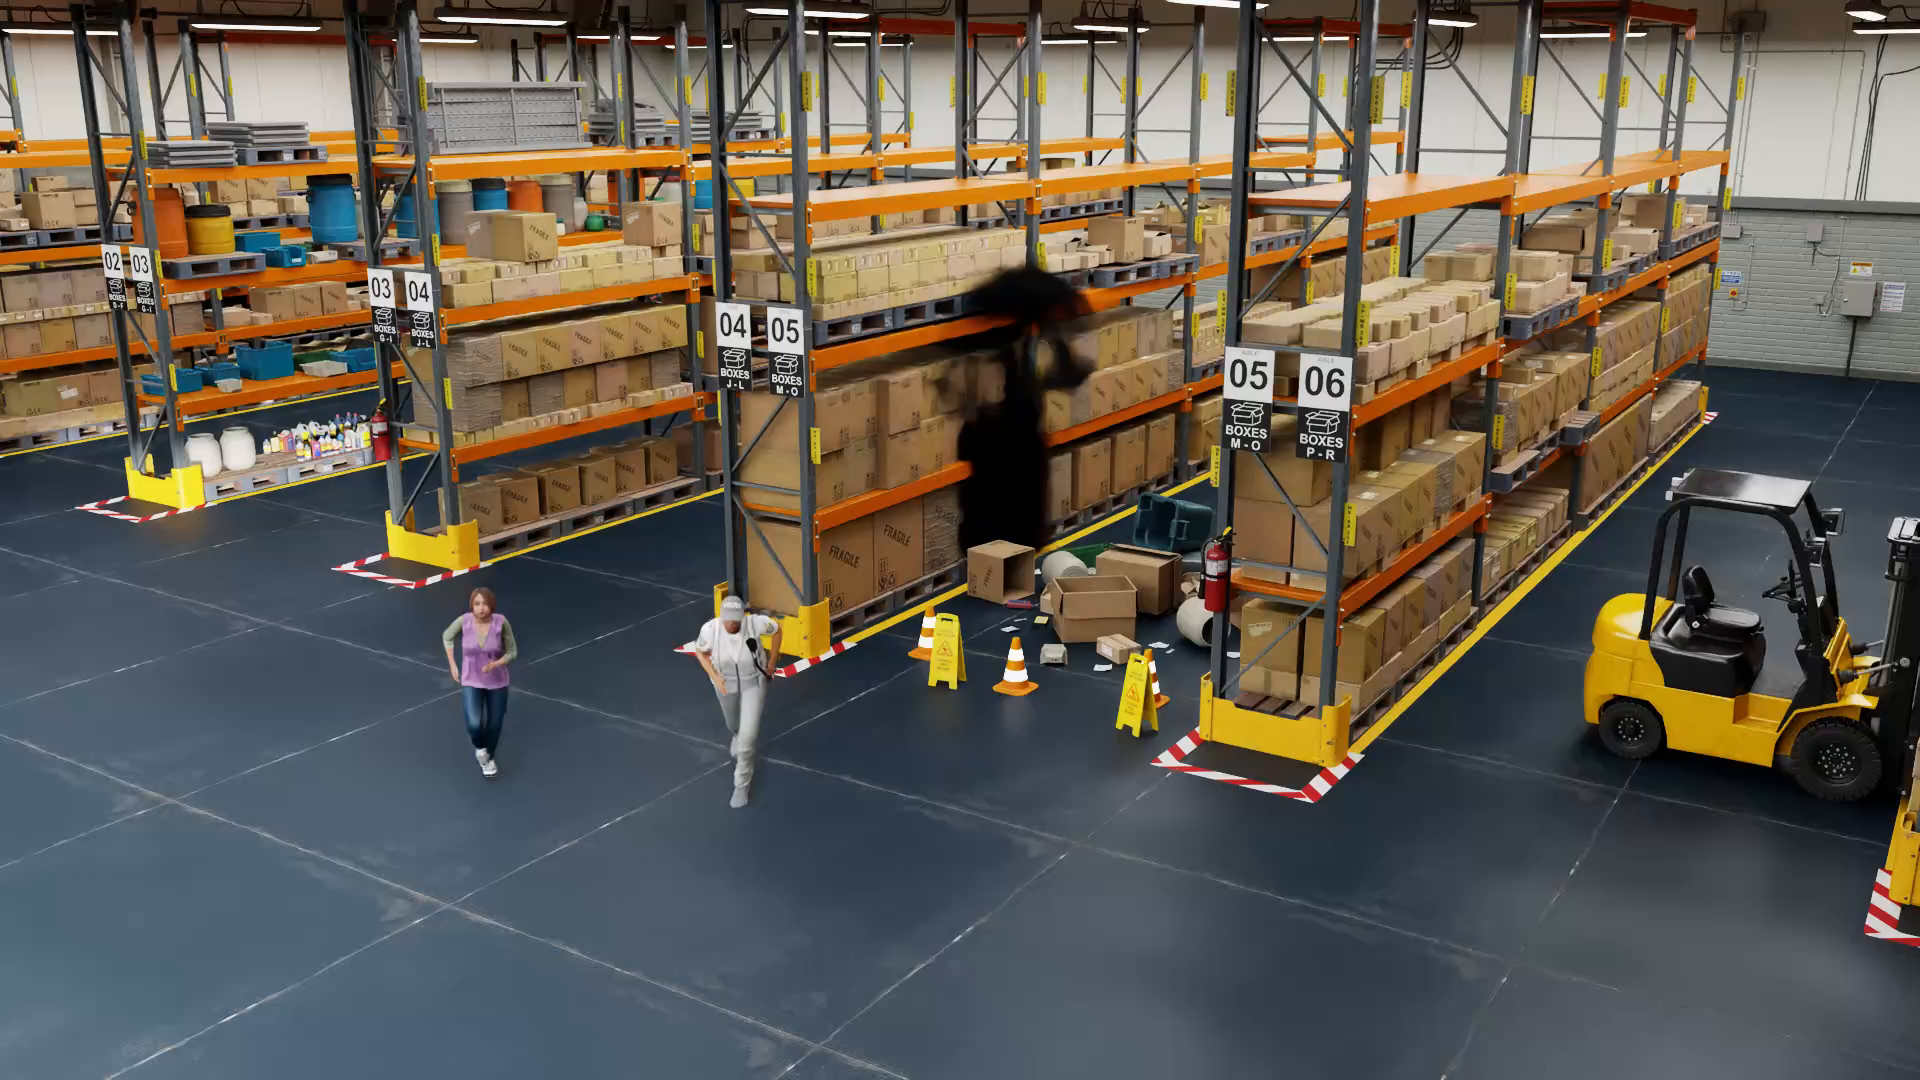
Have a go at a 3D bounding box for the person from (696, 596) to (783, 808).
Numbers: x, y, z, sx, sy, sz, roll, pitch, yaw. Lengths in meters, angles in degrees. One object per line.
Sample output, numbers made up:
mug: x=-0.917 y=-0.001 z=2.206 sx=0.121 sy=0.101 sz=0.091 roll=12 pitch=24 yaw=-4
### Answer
person: x=-1.640 y=1.103 z=12.390 sx=0.622 sy=1.628 sz=0.961 roll=-1 pitch=16 yaw=-5

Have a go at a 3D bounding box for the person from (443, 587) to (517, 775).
person: x=-3.558 y=1.080 z=12.409 sx=0.524 sy=1.536 sz=0.642 roll=-4 pitch=16 yaw=-15
